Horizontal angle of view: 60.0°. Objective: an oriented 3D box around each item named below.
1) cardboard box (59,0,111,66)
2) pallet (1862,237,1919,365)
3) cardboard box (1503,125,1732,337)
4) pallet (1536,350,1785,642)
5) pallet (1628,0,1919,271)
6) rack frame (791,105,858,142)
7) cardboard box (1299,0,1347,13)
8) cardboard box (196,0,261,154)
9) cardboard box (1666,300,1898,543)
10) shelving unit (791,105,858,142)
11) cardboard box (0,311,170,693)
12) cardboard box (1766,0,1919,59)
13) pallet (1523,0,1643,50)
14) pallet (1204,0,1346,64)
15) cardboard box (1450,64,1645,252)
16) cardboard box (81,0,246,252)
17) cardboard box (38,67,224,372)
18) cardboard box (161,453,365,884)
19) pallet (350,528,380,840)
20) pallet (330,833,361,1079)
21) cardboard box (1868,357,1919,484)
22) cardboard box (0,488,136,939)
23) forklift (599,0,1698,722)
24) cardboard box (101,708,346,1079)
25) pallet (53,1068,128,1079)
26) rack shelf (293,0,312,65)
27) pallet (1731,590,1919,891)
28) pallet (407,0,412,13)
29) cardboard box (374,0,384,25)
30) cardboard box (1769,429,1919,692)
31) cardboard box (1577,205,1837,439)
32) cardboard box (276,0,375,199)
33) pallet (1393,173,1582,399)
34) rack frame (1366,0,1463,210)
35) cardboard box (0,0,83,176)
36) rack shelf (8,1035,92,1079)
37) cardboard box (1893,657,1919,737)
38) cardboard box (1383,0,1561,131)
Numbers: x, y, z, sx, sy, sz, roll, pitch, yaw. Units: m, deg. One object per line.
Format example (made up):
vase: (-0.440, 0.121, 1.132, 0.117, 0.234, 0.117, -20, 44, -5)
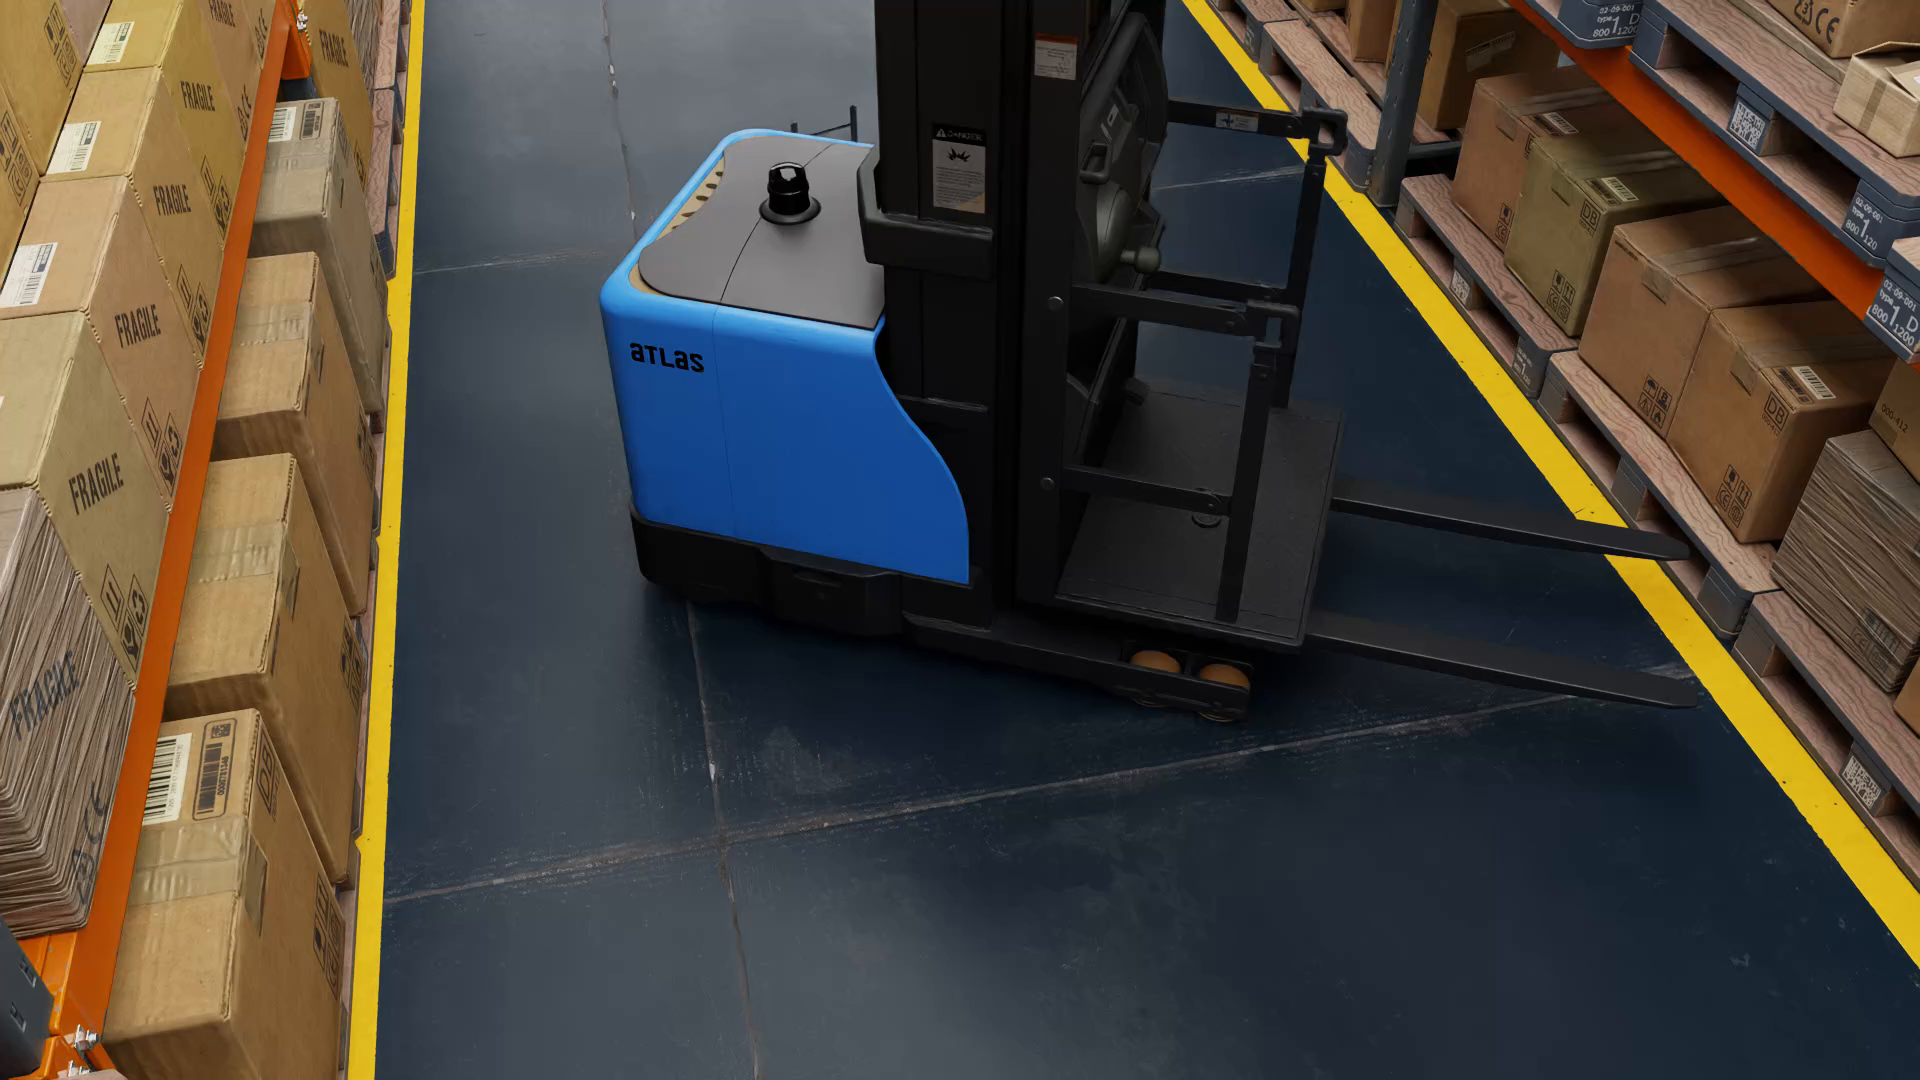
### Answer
cardboard box: (-2.356, -1.359, 3.693, 0.700, 0.500, 0.500, -8, 42, -9)
pallet: (2.780, -0.357, 3.537, 1.213, 0.211, 1.003, -8, 42, -9)
cardboard box: (2.370, -1.092, 5.772, 0.700, 0.500, 0.500, -9, 42, -10)
pallet: (2.611, -0.235, 5.356, 1.003, 0.211, 1.213, -8, 42, -9)
pallet: (2.570, -1.188, 4.473, 1.003, 0.211, 1.213, -8, 42, -9)
rack frame: (-0.449, -1.064, 5.771, 0.240, 0.900, 0.006, -22, 46, -23)
cardboard box: (1.785, -2.823, 7.738, 0.500, 0.500, 0.500, -12, 43, -13)
cardboard box: (-2.208, -1.340, 4.424, 0.500, 0.500, 0.500, -9, 42, -10)
cardboard box: (2.612, -0.367, 4.956, 0.700, 0.500, 0.500, -5, 42, -6)
shelving unit: (-6.681, -2.507, 5.669, 9.927, 3.194, 8.476, -22, 46, -23)
cardboard box: (-1.773, -0.033, 2.952, 0.500, 0.500, 0.500, -9, 42, -10)
cardboard box: (2.639, -1.660, 4.466, 0.797, 0.503, 0.637, -4, 42, -5)
pallet: (2.197, -1.987, 5.373, 1.003, 0.211, 1.213, -8, 42, -9)
pallet: (1.728, -2.755, 8.194, 1.003, 0.211, 1.213, -8, 42, -9)
cardboard box: (2.286, -1.403, 6.123, 0.700, 0.500, 0.500, -11, 43, -13)
cardboard box: (-2.099, -1.012, 4.055, 0.500, 0.500, 0.500, -8, 42, -9)
cardboard box: (-1.987, -0.683, 3.685, 0.500, 0.500, 0.500, -9, 42, -10)
cardboard box: (-2.063, 0.374, 3.948, 1.050, 0.750, 0.750, -8, 42, -9)
pallet: (-2.184, 0.395, 4.646, 1.003, 0.211, 1.213, -8, 42, -9)
pallet: (-1.924, 1.184, 3.757, 1.003, 0.211, 1.213, -8, 42, -9)
cardboard box: (2.739, -0.265, 4.275, 0.500, 0.250, 0.500, -4, 42, -4)
cardboard box: (-1.661, 0.296, 2.582, 0.500, 0.500, 0.500, -8, 42, -9)
forklift: (3.773, -0.514, 3.621, 9.518, 2.935, 1.550, 11, 43, 12)
cardboard box: (-0.293, -1.175, 5.324, 5.455, 1.239, 5.693, -9, 42, -10)
pallet: (-1.569, 1.182, 1.804, 1.213, 0.211, 1.003, -8, 42, -9)
rack shelf: (-3.122, -2.957, 6.864, 1.077, 0.370, 4.000, -8, 42, -9)
pallet: (10.684, 1.291, 3.636, 15.783, 0.211, 6.755, -8, 42, -9)
pallet: (-3.305, -2.972, 8.440, 1.003, 0.211, 1.213, -8, 42, -9)
cardboard box: (-3.151, -2.885, 7.524, 0.875, 0.875, 0.875, -9, 42, -10)
cardboard box: (2.741, -0.001, 4.543, 0.700, 0.500, 0.500, -12, 43, -13)
cardboard box: (2.491, -0.729, 5.363, 0.700, 0.500, 0.500, -12, 43, -13)
cardboard box: (-2.758, -1.710, 6.201, 0.875, 0.875, 0.875, -8, 42, -9)
pallet: (2.344, -1.028, 6.249, 1.003, 0.211, 1.213, -8, 42, -9)
rack frame: (2.174, -2.575, 5.891, 1.000, 3.000, 0.127, -8, 42, -9)
cardboard box: (-2.248, -1.032, 3.324, 0.700, 0.500, 0.500, -9, 42, -10)
rack shelf: (-1.396, 2.229, 1.022, 1.077, 0.370, 4.000, -8, 42, -9)
cardboard box: (2.873, 0.357, 4.140, 0.700, 0.500, 0.500, -10, 43, -12)
cardboard box: (2.127, -2.062, 6.880, 0.500, 0.500, 0.500, -10, 42, -11)
